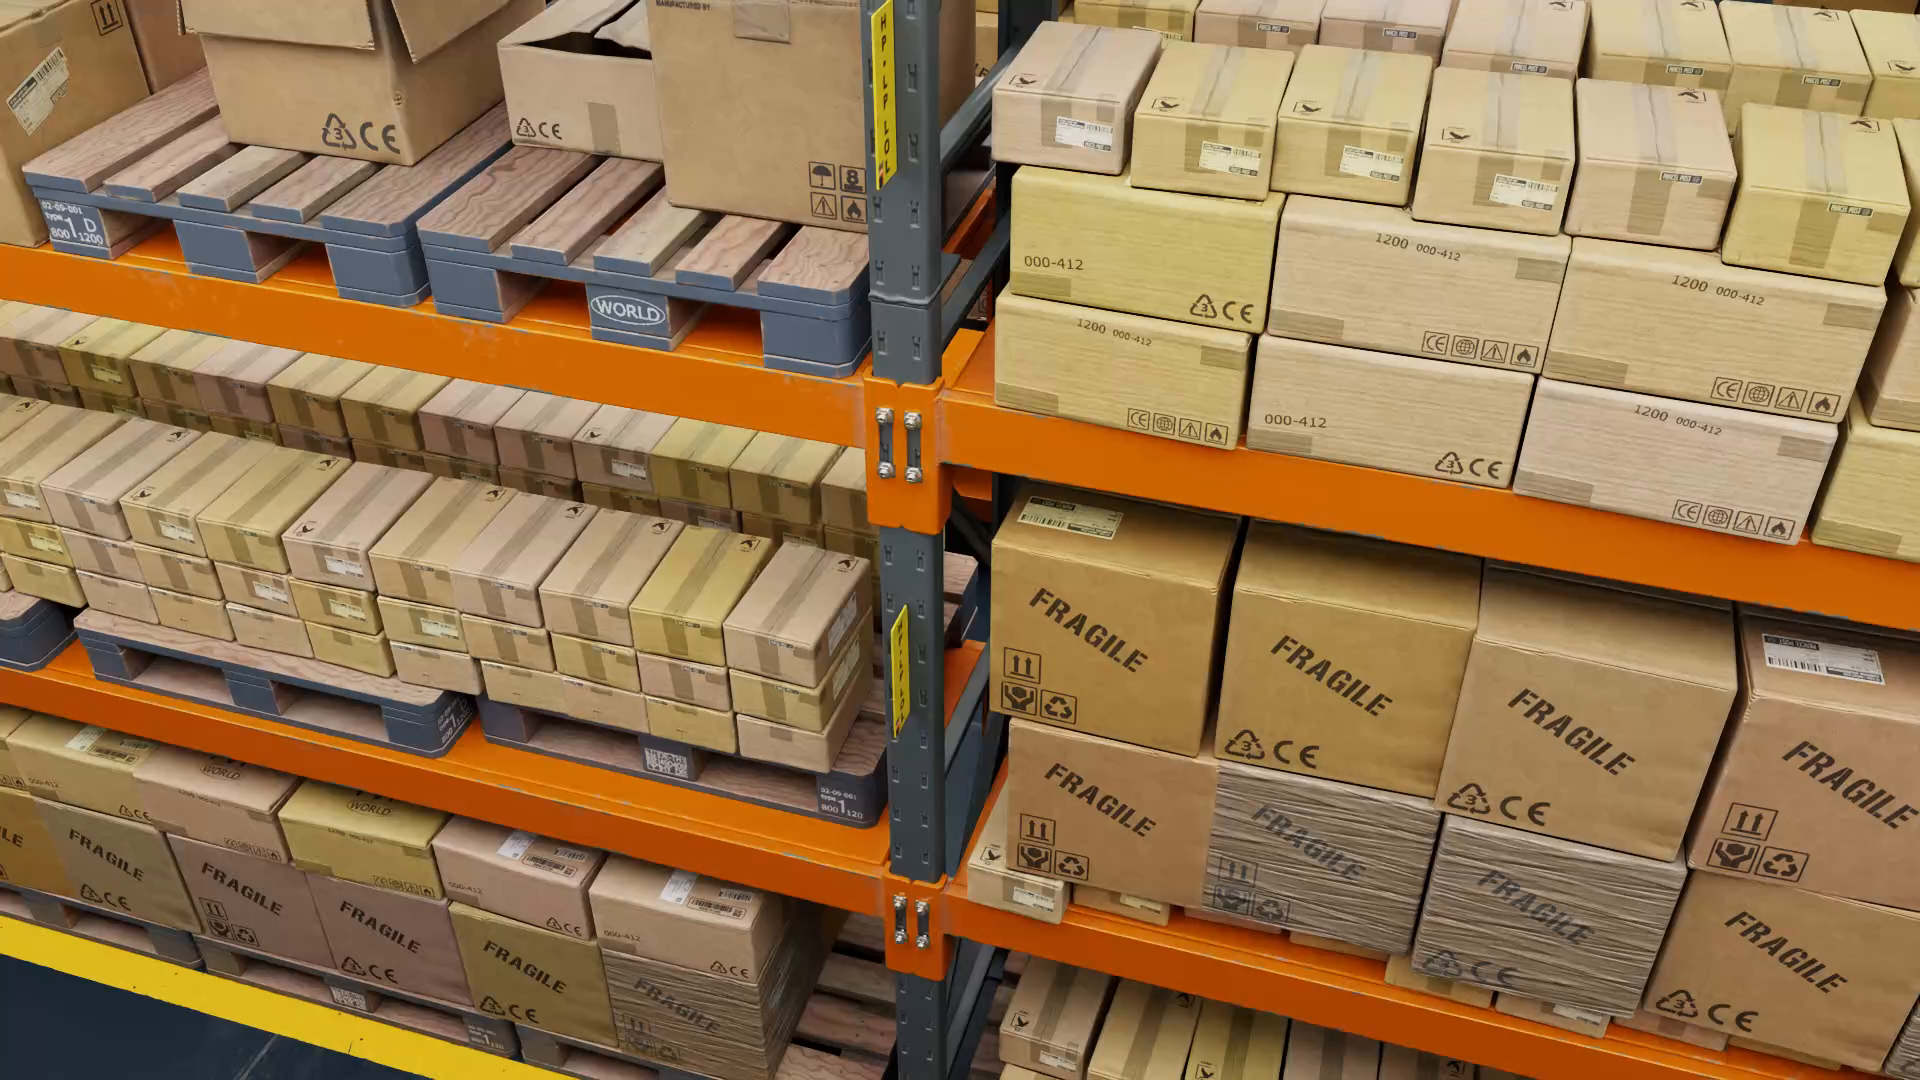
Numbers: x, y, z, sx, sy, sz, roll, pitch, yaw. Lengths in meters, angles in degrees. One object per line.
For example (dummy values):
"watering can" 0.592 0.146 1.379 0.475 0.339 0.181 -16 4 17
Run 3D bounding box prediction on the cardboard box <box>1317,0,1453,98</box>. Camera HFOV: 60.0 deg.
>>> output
"cardboard box" 0.907 -1.092 3.541 0.250 0.149 0.380 10 38 14

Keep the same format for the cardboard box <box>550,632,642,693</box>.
"cardboard box" -0.901 0.219 4.529 0.250 0.149 0.380 12 38 16

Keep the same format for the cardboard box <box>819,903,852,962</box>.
"cardboard box" -0.601 1.013 5.597 0.500 0.500 0.500 12 38 16

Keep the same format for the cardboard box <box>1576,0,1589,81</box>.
"cardboard box" 2.948 -2.283 7.565 0.500 0.500 0.500 9 37 12

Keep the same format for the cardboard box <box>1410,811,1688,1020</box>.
"cardboard box" 1.368 0.719 3.907 0.500 0.500 0.500 10 37 13

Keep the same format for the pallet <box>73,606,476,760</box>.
"pallet" -1.891 0.153 5.173 1.213 0.211 1.003 10 38 14

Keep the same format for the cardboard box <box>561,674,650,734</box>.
"cardboard box" -0.898 0.340 4.616 0.250 0.149 0.380 10 38 14

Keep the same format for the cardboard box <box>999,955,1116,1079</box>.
"cardboard box" 0.293 1.374 4.902 0.250 0.149 0.380 12 38 16

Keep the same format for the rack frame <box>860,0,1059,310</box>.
"rack frame" 0.026 -1.960 2.821 0.127 3.000 1.000 10 38 14

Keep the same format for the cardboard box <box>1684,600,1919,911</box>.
"cardboard box" 1.844 0.392 3.507 0.500 0.500 0.500 9 37 12

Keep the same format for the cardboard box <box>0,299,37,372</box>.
"cardboard box" -3.188 -0.731 5.568 0.250 0.149 0.380 9 37 12

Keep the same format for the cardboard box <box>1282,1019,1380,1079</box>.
"cardboard box" 1.050 1.506 4.722 0.250 0.149 0.380 10 37 13

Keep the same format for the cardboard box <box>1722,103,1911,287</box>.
"cardboard box" 1.471 -0.605 2.880 0.250 0.149 0.380 12 38 16

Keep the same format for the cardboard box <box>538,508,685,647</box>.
"cardboard box" -0.919 0.095 4.447 0.250 0.149 0.380 9 37 12

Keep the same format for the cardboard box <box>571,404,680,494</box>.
"cardboard box" -0.963 -0.319 5.009 0.250 0.149 0.380 10 38 13

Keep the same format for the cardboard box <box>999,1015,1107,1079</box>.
"cardboard box" 0.276 1.561 4.899 0.250 0.149 0.380 12 38 16

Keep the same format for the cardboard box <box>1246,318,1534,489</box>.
"cardboard box" 0.870 -0.377 3.327 0.500 0.250 0.500 10 38 13

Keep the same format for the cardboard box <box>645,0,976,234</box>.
"cardboard box" -0.303 -1.090 3.732 0.500 0.500 0.700 11 38 14

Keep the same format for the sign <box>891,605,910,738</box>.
"sign" -0.137 0.305 3.829 0.005 0.325 0.100 10 38 14

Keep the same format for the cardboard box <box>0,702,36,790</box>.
"cardboard box" -3.206 0.544 5.602 0.500 0.250 0.500 9 37 12

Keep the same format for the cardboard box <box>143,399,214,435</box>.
"cardboard box" -2.439 -0.473 5.469 0.250 0.149 0.380 11 38 14

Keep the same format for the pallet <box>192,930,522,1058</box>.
"pallet" -1.886 1.228 5.903 1.213 0.211 1.003 10 38 14

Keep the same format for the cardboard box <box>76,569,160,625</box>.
"cardboard box" -2.399 0.062 4.993 0.250 0.149 0.380 12 38 15

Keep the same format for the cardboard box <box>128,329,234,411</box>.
"cardboard box" -2.443 -0.594 5.382 0.250 0.149 0.380 12 38 15

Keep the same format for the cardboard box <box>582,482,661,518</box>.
"cardboard box" -0.956 -0.197 5.094 0.250 0.149 0.380 9 37 12

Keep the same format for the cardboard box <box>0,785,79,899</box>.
"cardboard box" -3.193 0.856 5.810 0.500 0.500 0.500 9 37 12

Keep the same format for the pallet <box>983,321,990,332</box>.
"pallet" 0.842 -1.303 9.342 1.213 0.211 1.003 10 38 14

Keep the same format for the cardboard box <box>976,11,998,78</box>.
"cardboard box" 0.102 -2.480 8.505 0.500 0.500 0.500 10 38 13

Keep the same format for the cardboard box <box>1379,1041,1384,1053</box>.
"cardboard box" 1.403 1.403 5.112 0.250 0.149 0.380 11 38 15

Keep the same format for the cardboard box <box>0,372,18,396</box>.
"cardboard box" -3.185 -0.609 5.653 0.250 0.149 0.380 11 38 15

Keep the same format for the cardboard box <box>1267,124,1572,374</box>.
"cardboard box" 0.888 -0.581 3.183 0.500 0.250 0.500 10 38 14

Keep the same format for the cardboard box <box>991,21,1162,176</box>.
"cardboard box" 0.231 -0.865 3.232 0.250 0.149 0.380 10 37 13

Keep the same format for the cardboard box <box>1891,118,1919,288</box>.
"cardboard box" 1.725 -0.566 2.827 0.250 0.149 0.380 9 37 13

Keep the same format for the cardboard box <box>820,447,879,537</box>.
"cardboard box" -0.213 -0.181 4.821 0.250 0.149 0.380 12 38 16

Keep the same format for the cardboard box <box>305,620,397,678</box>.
"cardboard box" -1.657 0.202 4.803 0.250 0.149 0.380 12 38 16

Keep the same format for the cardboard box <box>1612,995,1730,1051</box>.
"cardboard box" 1.740 1.019 4.047 0.250 0.149 0.380 12 38 16

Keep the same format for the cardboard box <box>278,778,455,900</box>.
"cardboard box" -1.756 0.820 5.228 0.500 0.250 0.500 9 37 12

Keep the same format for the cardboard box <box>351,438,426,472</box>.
"cardboard box" -1.707 -0.336 5.283 0.250 0.149 0.380 10 37 13

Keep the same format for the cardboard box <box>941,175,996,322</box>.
"cardboard box" 0.131 -1.905 9.246 0.875 0.875 1.225 9 37 12

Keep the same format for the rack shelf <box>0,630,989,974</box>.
"rack shelf" -1.883 0.393 5.293 4.000 0.370 1.077 10 38 14

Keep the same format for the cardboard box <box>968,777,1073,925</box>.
"cardboard box" 0.198 0.793 4.354 0.250 0.149 0.380 12 38 16

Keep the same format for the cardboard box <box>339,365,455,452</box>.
"cardboard box" -1.706 -0.455 5.193 0.250 0.149 0.380 12 38 15

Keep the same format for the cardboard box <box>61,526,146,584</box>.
"cardboard box" -2.397 -0.058 4.905 0.250 0.149 0.380 11 38 14

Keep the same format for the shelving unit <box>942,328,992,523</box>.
"shelving unit" 0.006 -0.452 7.415 1.048 1.125 0.538 10 38 14

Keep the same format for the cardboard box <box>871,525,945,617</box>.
"cardboard box" -0.213 0.059 4.998 0.250 0.149 0.380 9 37 12

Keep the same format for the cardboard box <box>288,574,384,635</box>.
"cardboard box" -1.672 0.079 4.719 0.250 0.149 0.380 11 38 14

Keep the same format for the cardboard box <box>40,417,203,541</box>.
"cardboard box" -2.408 -0.181 4.821 0.250 0.149 0.380 12 38 16

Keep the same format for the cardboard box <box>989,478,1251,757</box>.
"cardboard box" 0.384 0.111 3.889 0.500 0.500 0.500 11 38 15

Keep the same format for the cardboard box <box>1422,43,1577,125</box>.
"cardboard box" 1.035 -0.856 3.557 0.500 0.250 0.500 9 37 12

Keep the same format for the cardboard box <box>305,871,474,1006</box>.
"cardboard box" -1.734 1.122 5.450 0.500 0.500 0.500 10 37 13

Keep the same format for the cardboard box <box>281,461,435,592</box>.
"cardboard box" -1.660 -0.042 4.633 0.250 0.149 0.380 9 37 12

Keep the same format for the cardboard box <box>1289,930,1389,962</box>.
"cardboard box" 0.995 0.865 4.256 0.250 0.149 0.380 9 37 12

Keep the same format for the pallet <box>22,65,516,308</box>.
"pallet" -1.523 -1.027 4.243 1.003 0.211 1.213 10 38 14

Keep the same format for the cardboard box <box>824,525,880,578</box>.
"cardboard box" -0.213 -0.061 4.909 0.250 0.149 0.380 11 38 15

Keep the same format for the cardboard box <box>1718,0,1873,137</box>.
"cardboard box" 1.648 -0.938 3.333 0.250 0.149 0.380 10 38 14
